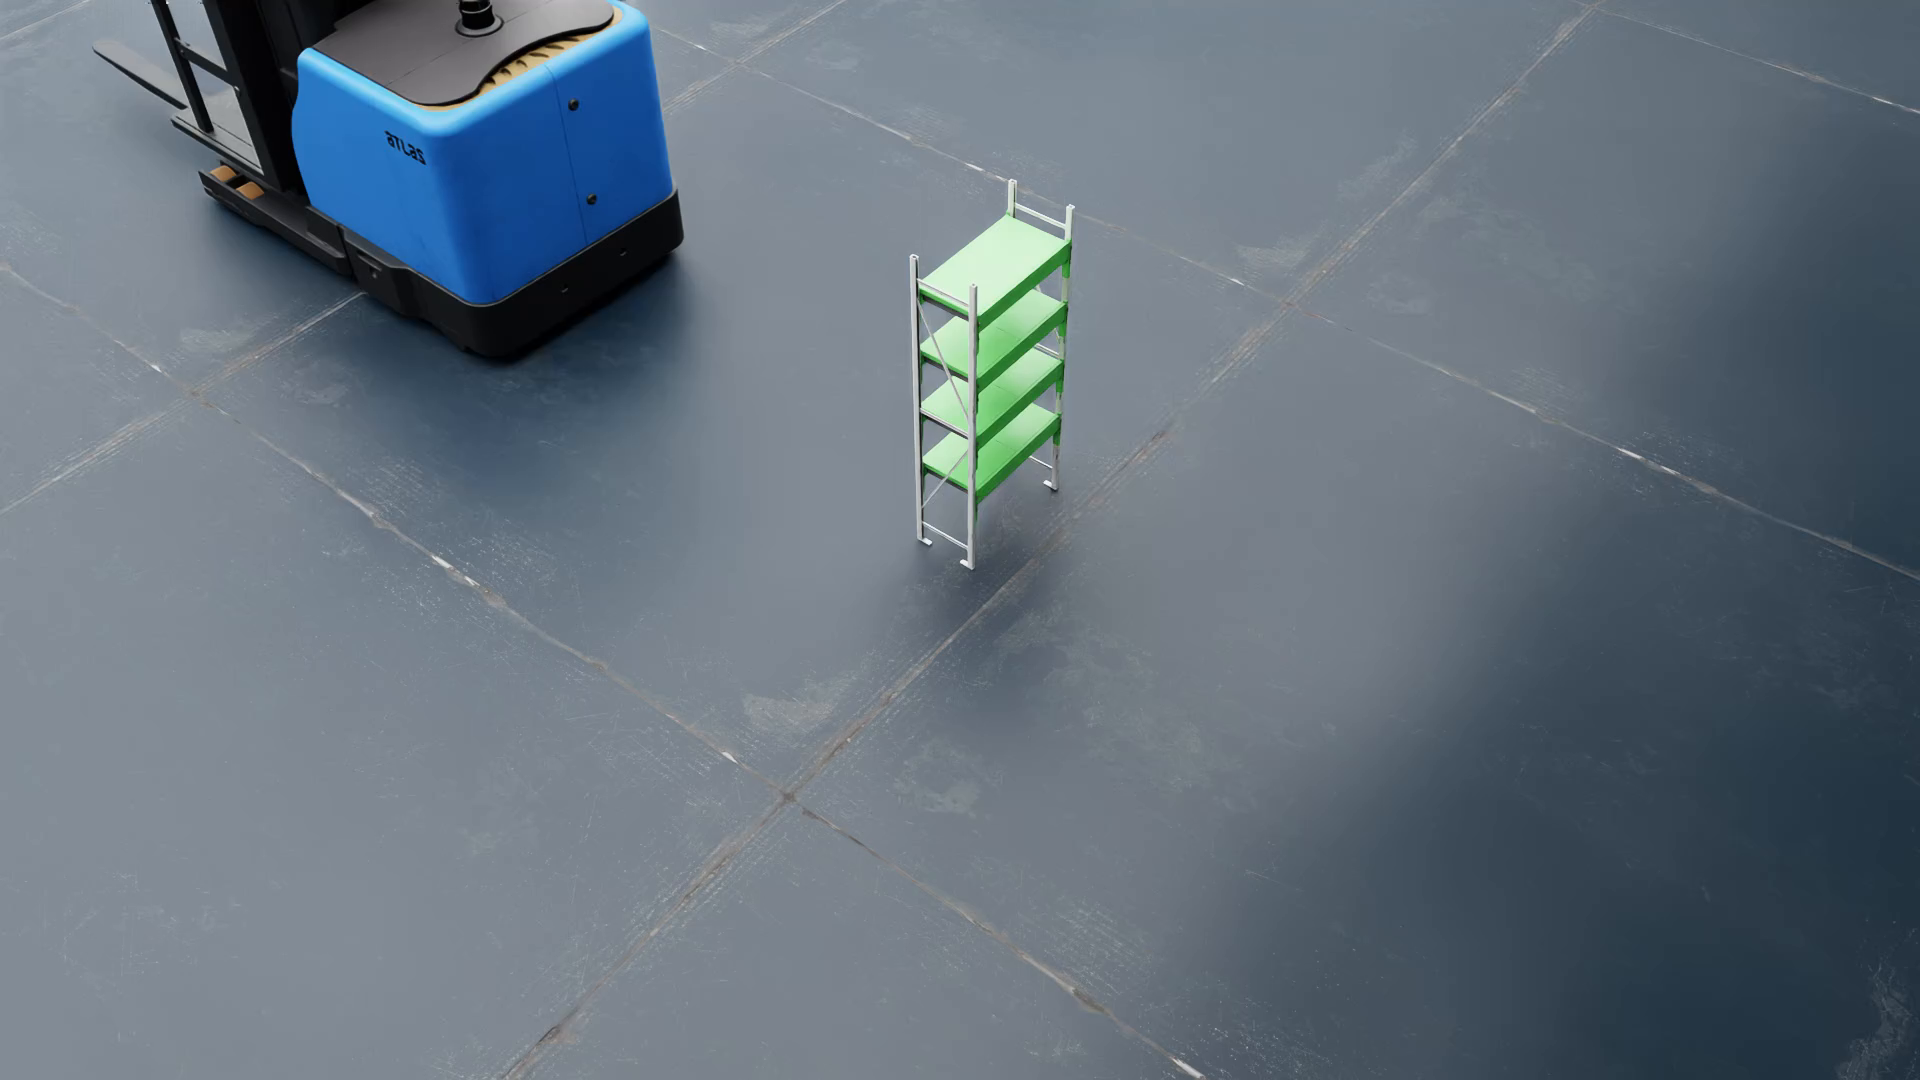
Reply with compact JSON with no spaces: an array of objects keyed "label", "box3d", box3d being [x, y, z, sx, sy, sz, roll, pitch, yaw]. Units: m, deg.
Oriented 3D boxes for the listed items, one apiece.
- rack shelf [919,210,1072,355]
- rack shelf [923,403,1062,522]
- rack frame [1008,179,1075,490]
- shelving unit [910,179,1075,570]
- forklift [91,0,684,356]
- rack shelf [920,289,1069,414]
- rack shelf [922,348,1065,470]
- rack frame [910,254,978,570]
[{"label":"rack shelf","box3d":[0.101,-0.797,5.106,0.258,0.148,0.480,29,53,25]},{"label":"rack shelf","box3d":[0.101,-0.299,5.626,0.258,0.148,0.480,29,53,25]},{"label":"rack frame","box3d":[0.250,-0.649,5.540,0.240,1.200,0.015,29,53,25]},{"label":"shelving unit","box3d":[0.101,-0.509,5.407,0.258,1.200,0.503,29,53,25]},{"label":"forklift","box3d":[-2.594,-2.617,6.223,3.031,2.935,1.130,31,54,26]},{"label":"rack shelf","box3d":[0.101,-0.631,5.279,0.258,0.148,0.480,29,53,25]},{"label":"rack shelf","box3d":[0.101,-0.465,5.453,0.258,0.148,0.480,29,53,25]},{"label":"rack frame","box3d":[-0.048,-0.370,5.273,0.240,1.200,0.015,29,53,25]}]
